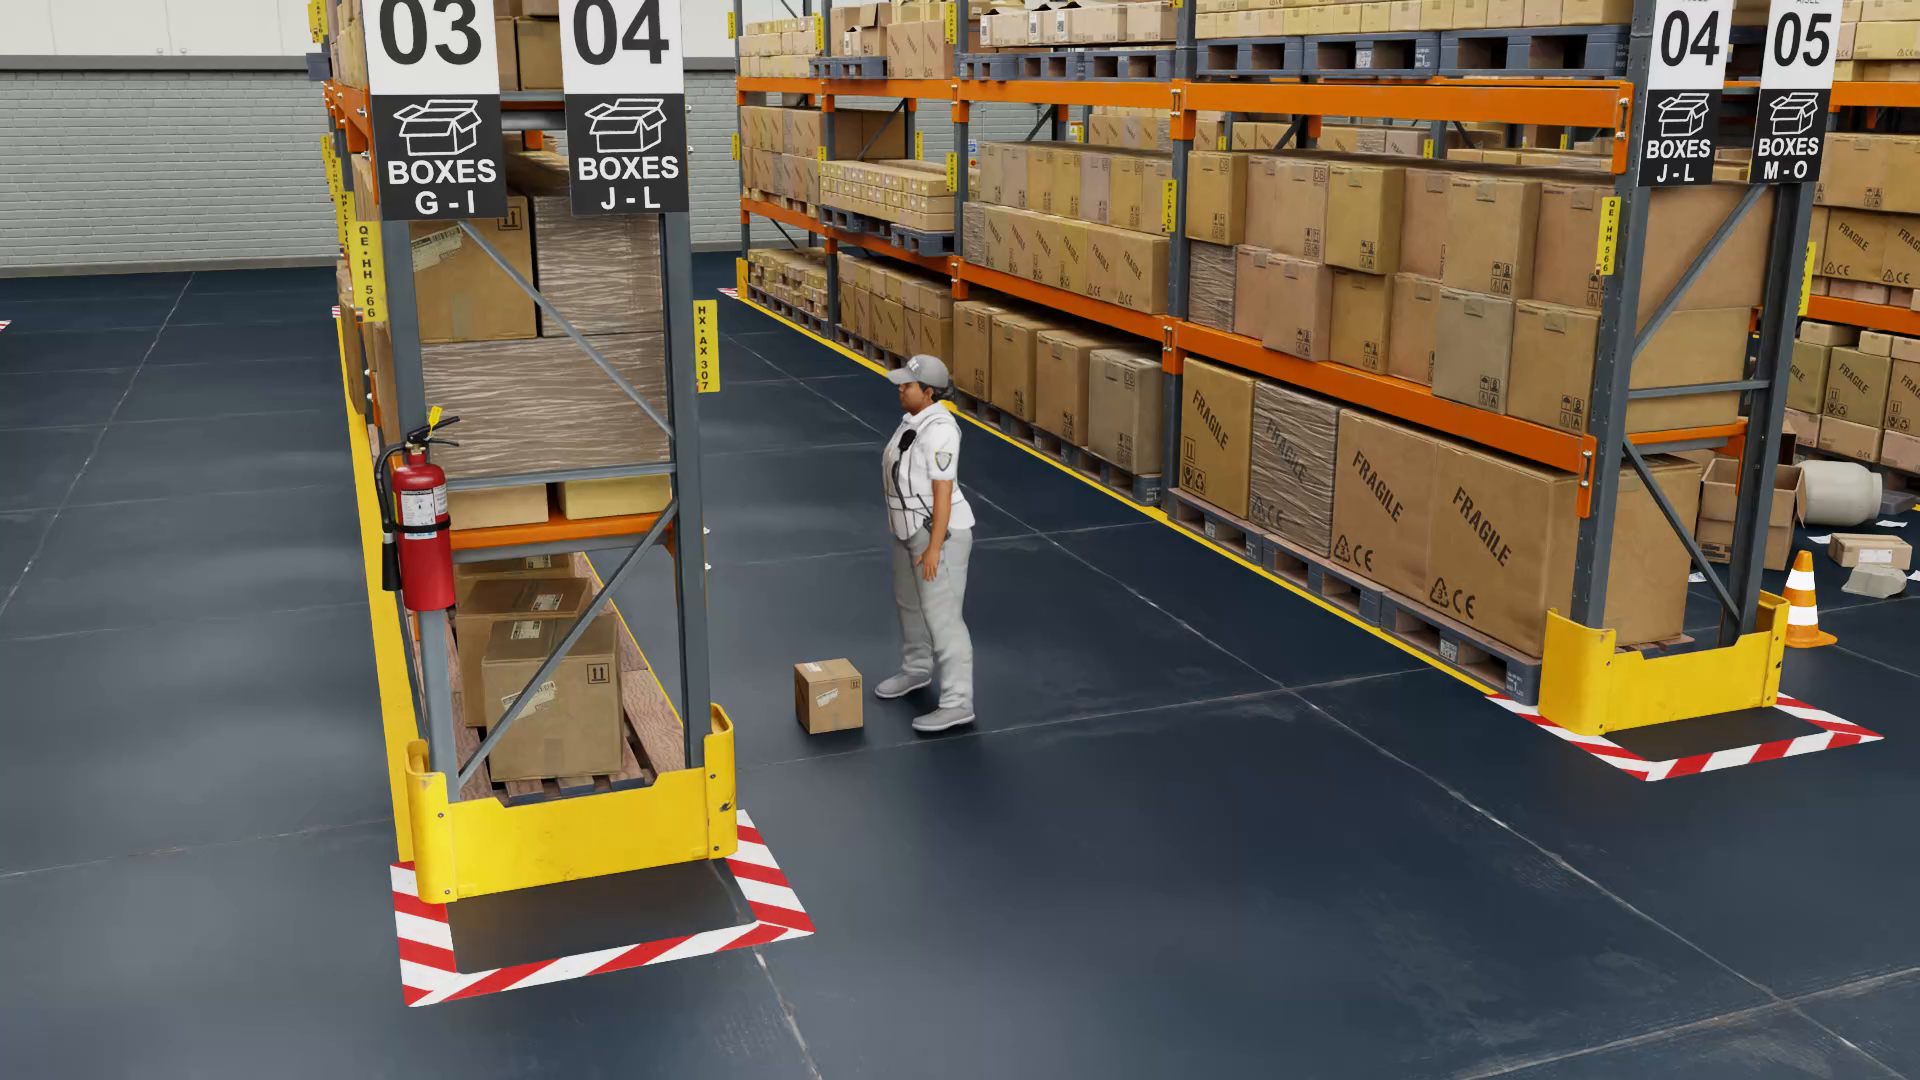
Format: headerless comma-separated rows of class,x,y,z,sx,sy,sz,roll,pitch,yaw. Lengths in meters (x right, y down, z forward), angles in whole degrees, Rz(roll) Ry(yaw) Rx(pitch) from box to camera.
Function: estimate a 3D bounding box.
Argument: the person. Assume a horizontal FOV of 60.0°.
person,-0.151,-0.013,7.553,0.404,1.670,0.646,-5,17,-18
